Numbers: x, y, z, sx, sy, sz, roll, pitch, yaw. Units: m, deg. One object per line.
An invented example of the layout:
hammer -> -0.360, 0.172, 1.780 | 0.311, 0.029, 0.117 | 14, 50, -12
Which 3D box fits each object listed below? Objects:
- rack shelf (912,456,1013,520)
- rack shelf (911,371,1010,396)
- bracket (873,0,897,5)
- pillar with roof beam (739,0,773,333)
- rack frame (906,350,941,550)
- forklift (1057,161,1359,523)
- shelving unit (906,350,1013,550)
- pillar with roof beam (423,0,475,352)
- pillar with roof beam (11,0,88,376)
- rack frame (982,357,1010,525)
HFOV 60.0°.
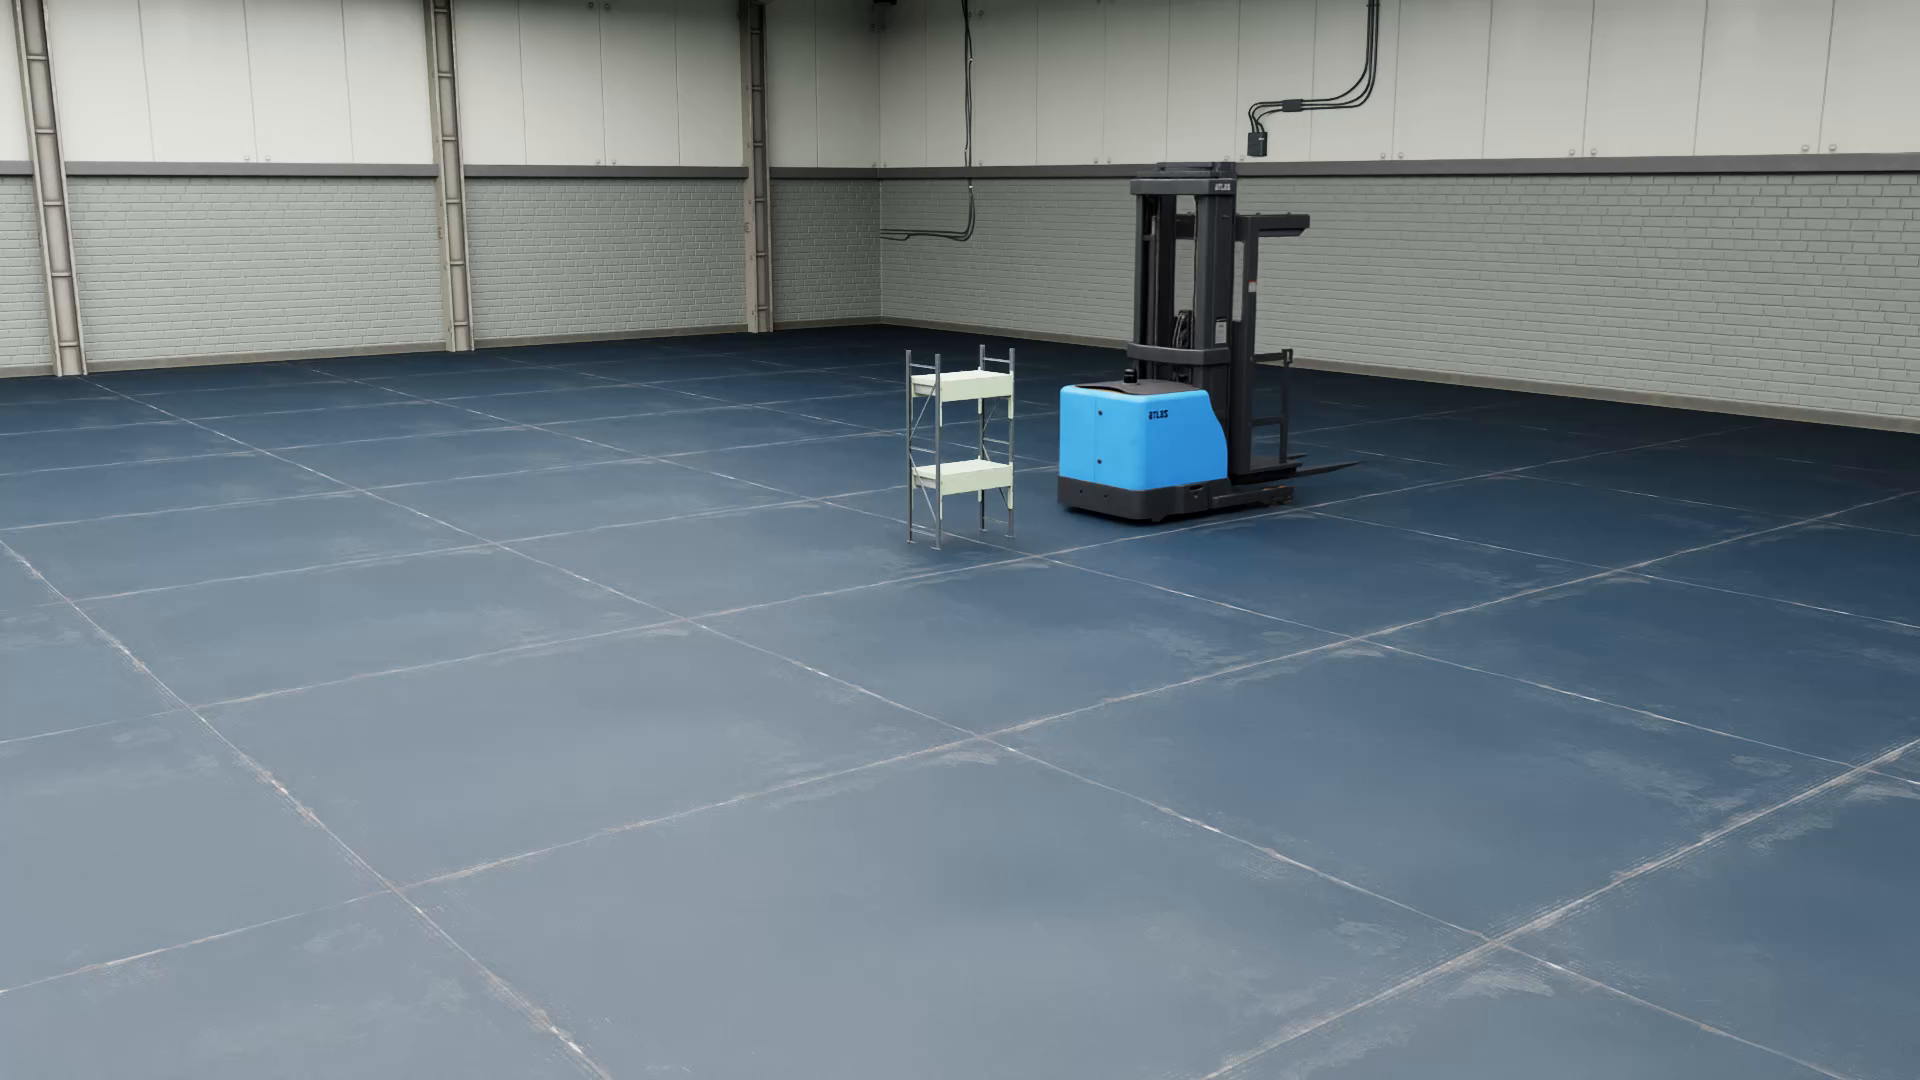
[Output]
rack shelf -> 0.005, -0.416, 13.045 | 0.720, 0.370, 0.431 | -9, 15, -38
rack shelf -> 0.005, -1.212, 12.876 | 0.686, 0.124, 0.368 | -9, 15, -38
bracket -> -1.451, -10.484, 32.170 | 0.430, 0.232, 0.235 | -9, 15, -38
pillar with roof beam -> -1.158, -7.721, 27.825 | 0.400, 9.000, 9.100 | -9, 15, -38
rack frame -> -0.281, -0.687, 12.753 | 0.023, 1.500, 0.400 | -9, 15, -38
forklift -> 2.313, -1.799, 14.545 | 3.031, 2.935, 1.130 | -9, 15, -37
shelving unit -> 0.003, -0.734, 12.975 | 0.748, 1.500, 0.431 | -9, 15, -38
pillar with roof beam -> -5.844, -6.942, 24.159 | 0.400, 9.000, 9.100 | -9, 15, -38
pillar with roof beam -> -10.529, -6.164, 20.492 | 0.400, 9.000, 9.100 | -9, 15, -38
rack frame -> 0.290, -0.782, 13.202 | 0.010, 1.308, 0.380 | -9, 15, -38
